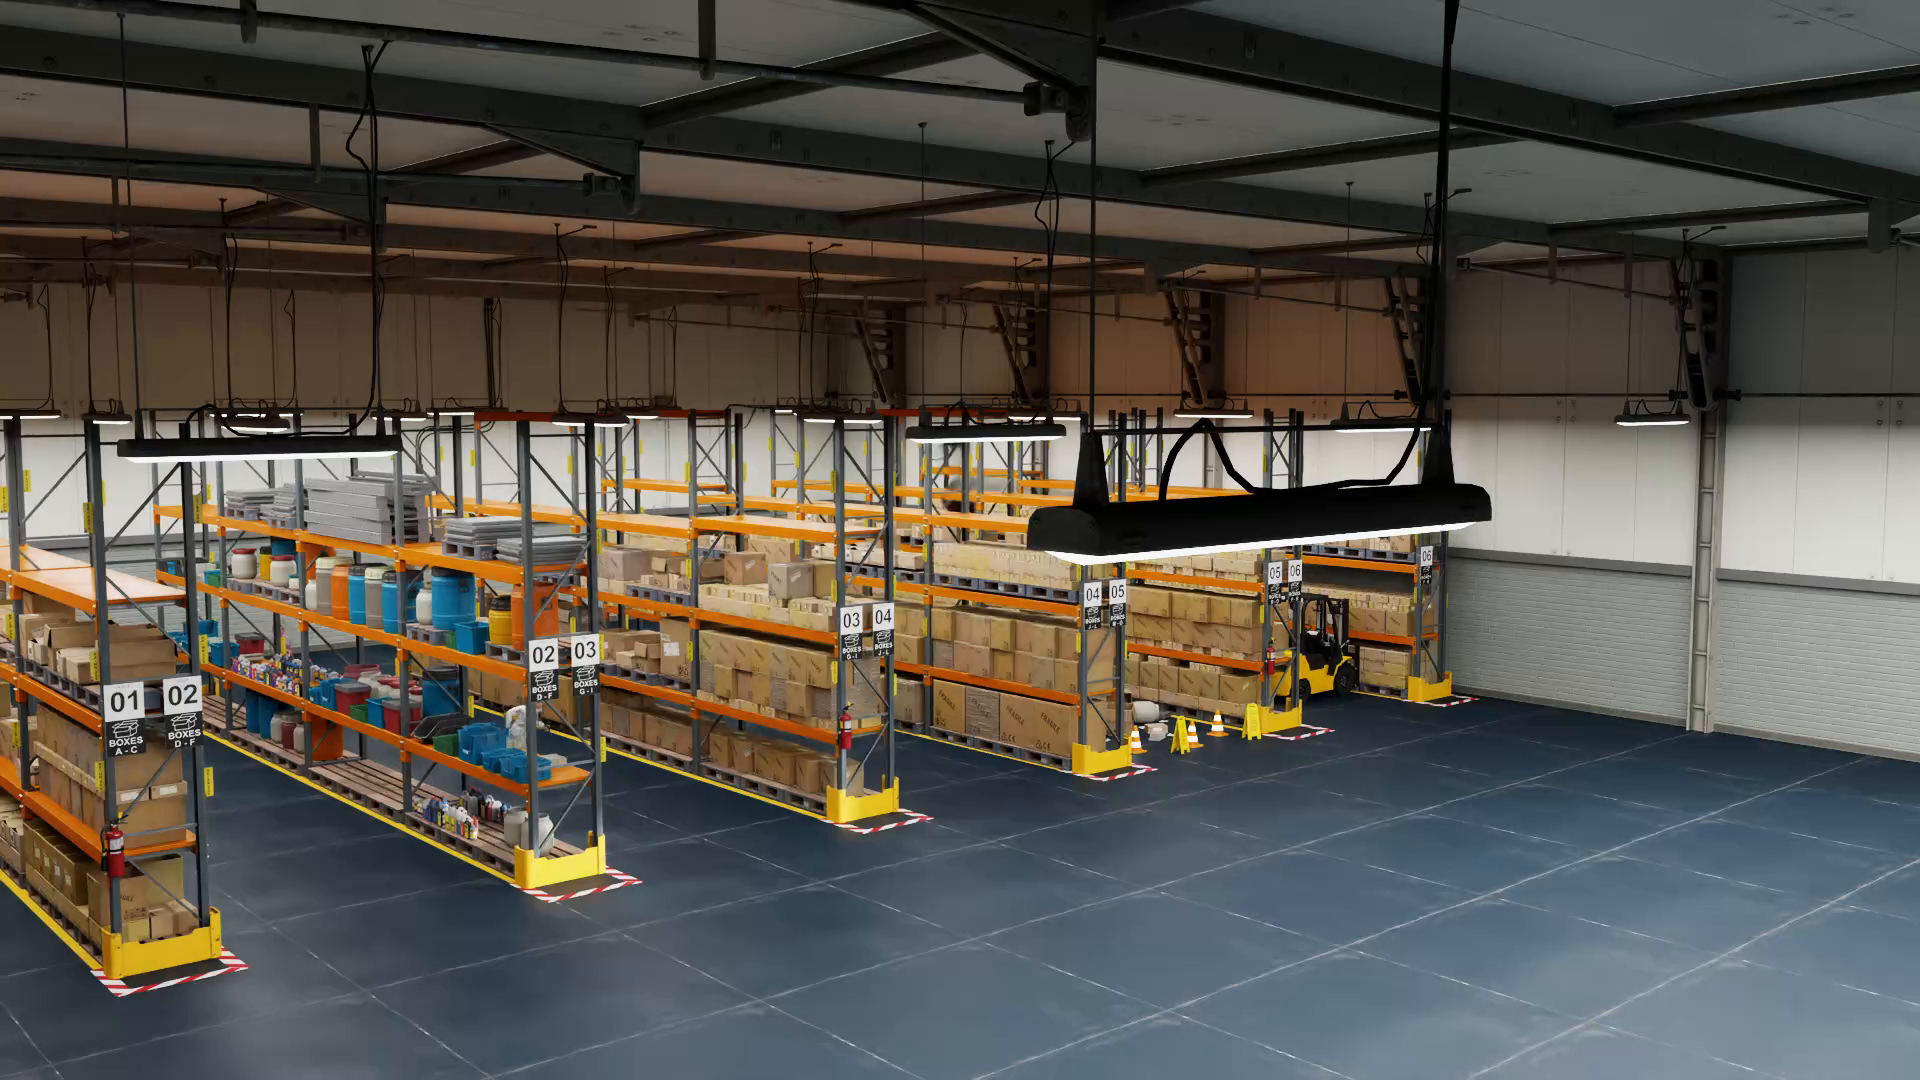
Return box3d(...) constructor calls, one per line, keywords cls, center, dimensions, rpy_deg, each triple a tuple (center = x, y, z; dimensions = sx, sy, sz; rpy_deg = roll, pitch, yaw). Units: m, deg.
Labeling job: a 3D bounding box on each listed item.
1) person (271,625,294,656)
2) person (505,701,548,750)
box3d(cls="person", center=(-13.986, 2.532, 34.285), dimensions=(0.769, 1.610, 0.532), rpy_deg=(4, 6, 37))
box3d(cls="person", center=(-7.086, 3.214, 27.037), dimensions=(0.822, 1.497, 0.645), rpy_deg=(2, 5, 23))
